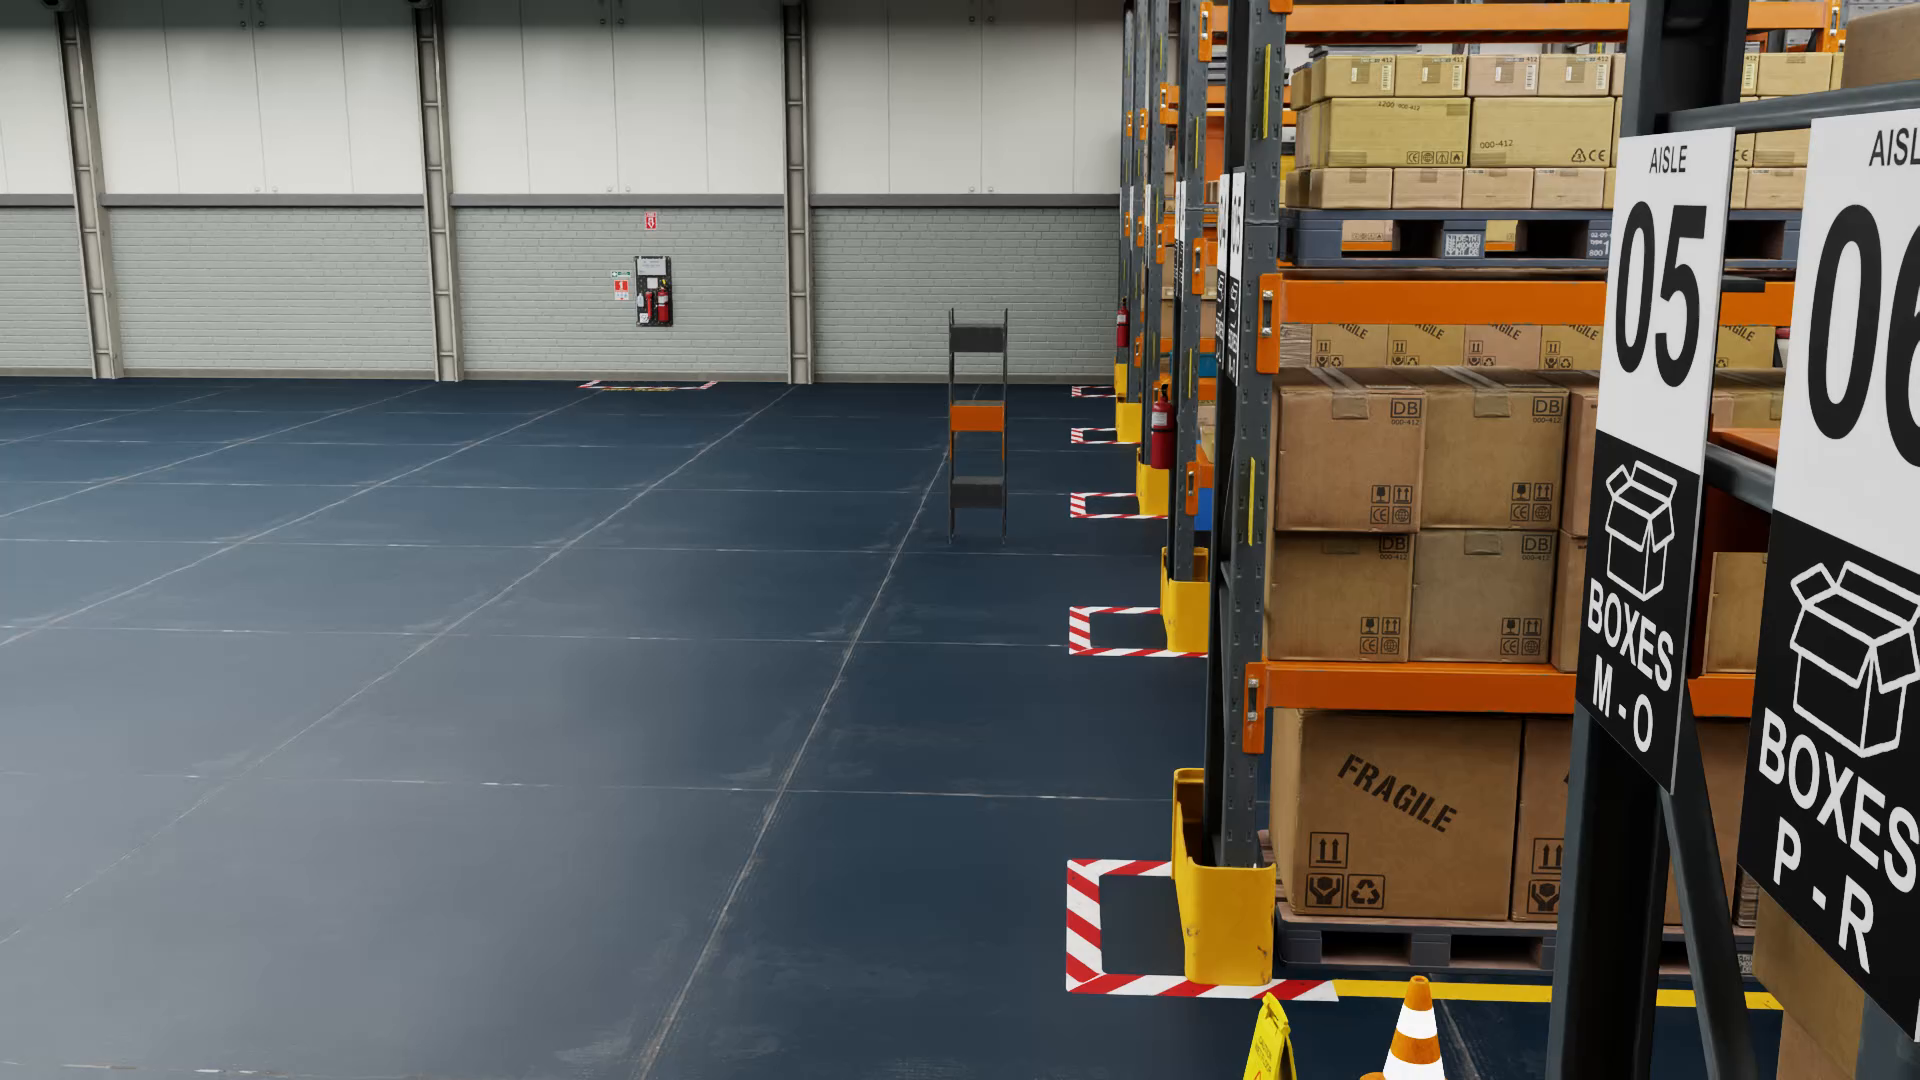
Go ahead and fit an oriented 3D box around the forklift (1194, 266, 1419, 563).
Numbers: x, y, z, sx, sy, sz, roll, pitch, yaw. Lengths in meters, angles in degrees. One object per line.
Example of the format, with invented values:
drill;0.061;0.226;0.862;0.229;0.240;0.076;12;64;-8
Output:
forklift;3.411;-1.279;14.206;3.031;2.935;1.130;2;12;7

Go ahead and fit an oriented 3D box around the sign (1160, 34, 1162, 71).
sign;1.871;-4.542;15.494;0.005;0.325;0.100;1;12;4

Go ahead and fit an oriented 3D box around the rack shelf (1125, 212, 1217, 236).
rack shelf;4.570;-4.932;25.935;4.000;0.370;1.077;1;12;4

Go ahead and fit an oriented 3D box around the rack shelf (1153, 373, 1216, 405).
rack shelf;3.908;-1.440;16.567;4.000;0.370;1.077;1;12;4

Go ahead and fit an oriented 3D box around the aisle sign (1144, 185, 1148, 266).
aisle sign;1.861;-3.154;16.652;0.004;0.787;0.394;1;12;4

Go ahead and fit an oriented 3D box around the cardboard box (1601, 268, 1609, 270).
cardboard box;10.087;-4.003;25.742;0.500;0.500;0.700;-1;12;-3

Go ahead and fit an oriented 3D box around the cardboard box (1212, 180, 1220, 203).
cardboard box;1.841;-2.347;11.210;0.250;0.149;0.380;1;12;3

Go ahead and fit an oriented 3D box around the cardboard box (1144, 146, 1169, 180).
cardboard box;2.943;-5.805;25.615;0.500;0.500;0.500;0;12;0

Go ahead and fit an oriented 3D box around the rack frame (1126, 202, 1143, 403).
rack frame;2.247;-2.832;21.461;0.127;3.000;1.000;1;12;4

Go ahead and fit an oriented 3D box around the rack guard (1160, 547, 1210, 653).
rack guard;1.657;0.417;12.038;0.348;0.500;1.175;1;12;4

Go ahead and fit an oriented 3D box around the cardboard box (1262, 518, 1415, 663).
cardboard box;1.523;0.126;6.954;0.550;0.550;0.875;1;12;4

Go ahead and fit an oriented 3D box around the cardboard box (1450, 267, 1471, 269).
cardboard box;7.628;-4.030;25.872;0.500;0.500;0.700;2;12;10

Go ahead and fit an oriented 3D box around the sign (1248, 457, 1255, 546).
sign;1.106;-0.145;6.311;0.005;0.325;0.100;1;12;4

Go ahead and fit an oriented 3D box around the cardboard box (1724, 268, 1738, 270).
cardboard box;11.529;-4.240;25.341;0.500;0.250;0.500;1;12;3

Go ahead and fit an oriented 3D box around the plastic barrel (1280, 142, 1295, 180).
plastic barrel;3.058;-3.596;16.304;0.600;0.588;0.600;0;12;0

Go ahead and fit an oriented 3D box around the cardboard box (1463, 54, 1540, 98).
cardboard box;1.966;-1.709;6.166;0.250;0.149;0.380;1;12;3

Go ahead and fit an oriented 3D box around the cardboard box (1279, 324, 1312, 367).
cardboard box;2.112;-1.429;11.341;0.500;0.500;0.500;1;12;4

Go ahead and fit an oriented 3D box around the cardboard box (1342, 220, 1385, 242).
cardboard box;2.560;-2.138;11.183;0.500;0.250;0.500;1;12;2

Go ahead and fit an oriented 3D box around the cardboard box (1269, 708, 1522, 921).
cardboard box;1.830;1.034;7.144;0.875;0.875;0.875;1;12;4

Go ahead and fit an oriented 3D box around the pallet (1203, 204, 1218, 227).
pallet;2.731;-3.164;16.186;1.213;0.211;1.003;1;12;4

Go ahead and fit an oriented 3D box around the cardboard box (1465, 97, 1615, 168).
cardboard box;2.120;-1.525;6.259;0.500;0.250;0.500;1;12;3

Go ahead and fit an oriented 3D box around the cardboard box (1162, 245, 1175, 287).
cardboard box;2.765;-3.506;21.272;0.500;0.500;0.700;1;12;4

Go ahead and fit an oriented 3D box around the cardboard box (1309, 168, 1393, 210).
cardboard box;1.470;-1.326;6.279;0.250;0.149;0.380;1;12;4

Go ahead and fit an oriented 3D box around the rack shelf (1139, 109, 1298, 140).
rack shelf;4.243;-5.193;20.831;4.000;0.370;1.077;1;12;4

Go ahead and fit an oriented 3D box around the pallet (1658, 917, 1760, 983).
pallet;3.166;1.581;7.176;1.213;0.211;1.003;1;12;4

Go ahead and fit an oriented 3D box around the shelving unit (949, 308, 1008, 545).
shelving unit;0.165;-1.025;15.024;0.503;2.100;0.431;1;12;4

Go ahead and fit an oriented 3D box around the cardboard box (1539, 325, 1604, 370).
cardboard box;4.107;-1.401;11.208;0.500;0.500;0.500;1;12;4

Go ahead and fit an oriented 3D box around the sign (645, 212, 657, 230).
sign;-5.120;-5.290;27.550;0.199;0.298;0.001;1;12;4

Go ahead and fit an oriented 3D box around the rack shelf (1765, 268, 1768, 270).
rack shelf;7.568;-1.842;11.161;4.000;0.370;1.077;1;12;4

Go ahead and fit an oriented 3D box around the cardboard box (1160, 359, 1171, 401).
cardboard box;2.802;-2.112;21.878;0.500;0.500;0.500;1;12;4

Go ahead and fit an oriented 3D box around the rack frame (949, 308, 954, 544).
rack frame;-0.078;-1.029;15.040;0.015;2.100;0.400;1;12;4

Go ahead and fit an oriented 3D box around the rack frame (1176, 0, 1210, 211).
rack frame;1.582;-3.744;11.172;0.127;3.000;1.000;1;12;4

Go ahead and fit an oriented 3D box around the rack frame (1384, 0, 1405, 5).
rack frame;6.566;-6.725;25.423;0.127;3.000;1.000;1;12;4

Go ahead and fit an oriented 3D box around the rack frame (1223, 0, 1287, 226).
rack frame;1.149;-2.733;6.335;0.127;3.000;1.000;1;12;4

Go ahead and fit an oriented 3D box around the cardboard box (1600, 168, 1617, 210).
cardboard box;2.478;-1.312;6.213;0.250;0.149;0.380;1;12;4

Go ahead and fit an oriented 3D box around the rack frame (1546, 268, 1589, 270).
rack frame;5.904;-1.765;16.362;0.127;3.000;1.000;1;12;4

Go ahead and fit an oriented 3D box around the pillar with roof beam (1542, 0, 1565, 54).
pillar with roof beam;9.030;-5.986;21.887;0.548;9.000;9.100;1;12;4

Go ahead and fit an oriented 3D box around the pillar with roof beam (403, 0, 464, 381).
pillar with roof beam;-8.930;-6.232;23.064;0.548;9.000;9.100;1;12;4

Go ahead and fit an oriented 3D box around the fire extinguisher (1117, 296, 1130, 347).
fire extinguisher;2.160;-2.890;21.930;0.183;0.674;0.296;1;12;4

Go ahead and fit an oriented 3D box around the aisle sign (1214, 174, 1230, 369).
aisle sign;1.099;-1.131;6.981;0.004;0.787;0.394;1;12;4

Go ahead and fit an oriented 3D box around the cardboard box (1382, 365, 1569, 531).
cardboard box;2.072;-0.396;6.815;0.550;0.550;0.875;1;12;4

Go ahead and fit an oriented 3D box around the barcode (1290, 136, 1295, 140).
barcode;5.207;-6.294;26.047;0.075;0.075;0.001;1;12;4

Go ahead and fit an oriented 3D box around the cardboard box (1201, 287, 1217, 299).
cardboard box;3.137;-3.142;21.116;0.250;0.149;0.380;1;12;4

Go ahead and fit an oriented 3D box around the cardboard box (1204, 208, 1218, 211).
cardboard box;3.943;-5.294;25.614;0.500;0.500;0.500;1;12;6

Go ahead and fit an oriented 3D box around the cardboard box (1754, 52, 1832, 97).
cardboard box;2.985;-1.695;6.099;0.250;0.149;0.380;1;12;5

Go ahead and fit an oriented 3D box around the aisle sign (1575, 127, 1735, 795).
aisle sign;0.877;-0.116;2.129;0.004;0.787;0.394;1;12;4

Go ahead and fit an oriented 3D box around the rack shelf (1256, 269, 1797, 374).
rack shelf;3.145;-0.885;6.585;4.000;0.370;1.077;1;12;4
